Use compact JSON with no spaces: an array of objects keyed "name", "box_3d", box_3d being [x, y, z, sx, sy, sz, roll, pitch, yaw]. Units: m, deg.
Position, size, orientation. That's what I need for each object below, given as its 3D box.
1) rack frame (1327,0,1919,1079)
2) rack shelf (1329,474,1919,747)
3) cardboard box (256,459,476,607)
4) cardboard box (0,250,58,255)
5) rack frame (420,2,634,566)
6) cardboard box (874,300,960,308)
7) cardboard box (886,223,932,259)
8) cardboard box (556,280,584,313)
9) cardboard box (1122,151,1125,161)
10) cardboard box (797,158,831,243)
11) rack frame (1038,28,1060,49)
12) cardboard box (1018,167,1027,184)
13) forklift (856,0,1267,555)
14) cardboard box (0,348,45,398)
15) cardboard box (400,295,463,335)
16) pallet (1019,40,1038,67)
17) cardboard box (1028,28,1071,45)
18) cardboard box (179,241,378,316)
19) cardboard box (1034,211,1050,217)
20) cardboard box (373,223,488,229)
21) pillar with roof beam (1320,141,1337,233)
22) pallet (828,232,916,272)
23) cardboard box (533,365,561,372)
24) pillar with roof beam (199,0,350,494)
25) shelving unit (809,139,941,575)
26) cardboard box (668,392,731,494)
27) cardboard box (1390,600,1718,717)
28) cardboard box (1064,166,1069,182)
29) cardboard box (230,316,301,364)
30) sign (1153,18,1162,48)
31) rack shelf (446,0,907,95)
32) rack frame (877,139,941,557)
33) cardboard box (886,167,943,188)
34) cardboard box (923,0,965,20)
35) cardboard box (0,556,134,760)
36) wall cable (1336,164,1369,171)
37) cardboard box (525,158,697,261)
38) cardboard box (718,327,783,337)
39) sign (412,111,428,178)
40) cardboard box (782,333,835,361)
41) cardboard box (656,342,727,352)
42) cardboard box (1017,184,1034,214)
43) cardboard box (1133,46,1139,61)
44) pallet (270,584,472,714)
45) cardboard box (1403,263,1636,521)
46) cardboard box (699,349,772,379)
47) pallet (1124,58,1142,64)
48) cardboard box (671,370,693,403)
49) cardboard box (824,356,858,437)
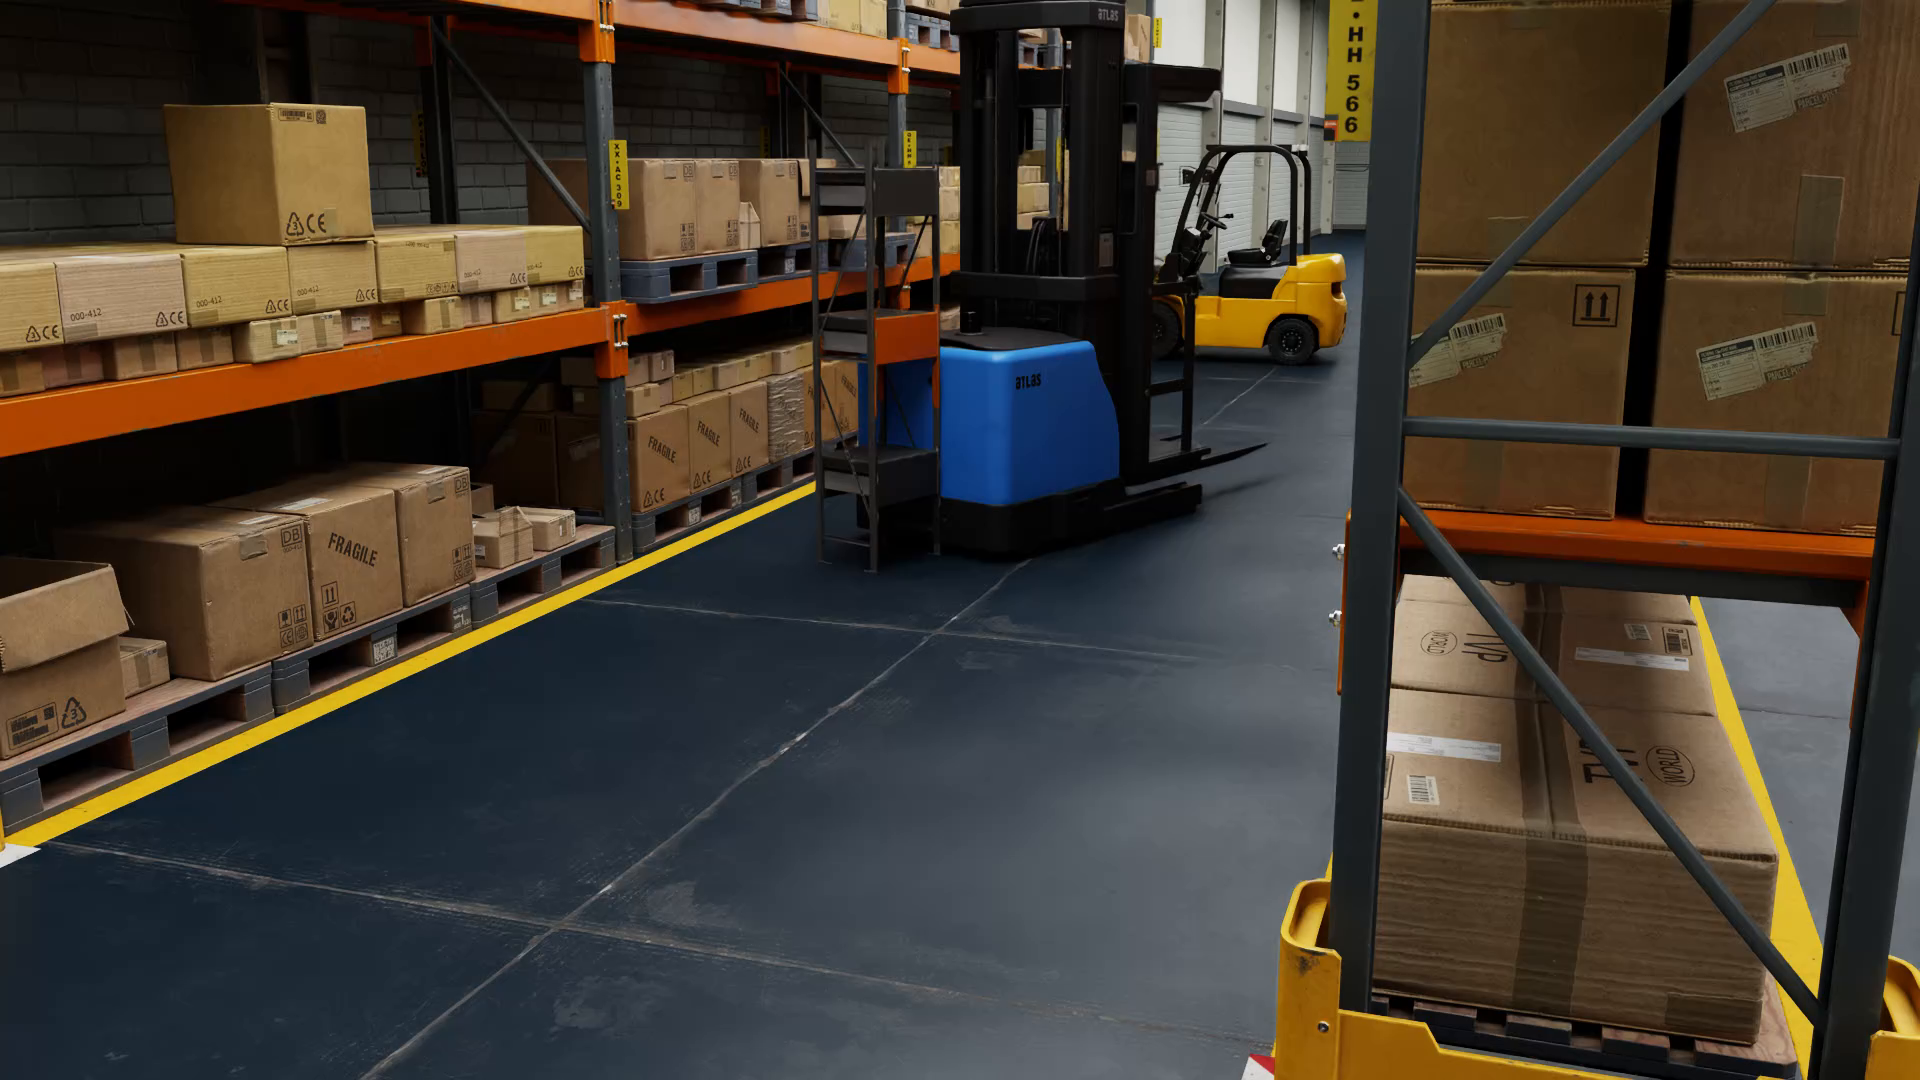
[{"name":"rack frame","box_3d":[1.235,-0.181,3.039,0.949,2.616,0.053,4,14,18]},{"name":"rack shelf","box_3d":[1.885,-0.251,4.963,1.077,0.370,4.000,4,14,18]},{"name":"cardboard box","box_3d":[-2.523,-0.041,7.100,0.700,0.500,0.500,4,13,16]},{"name":"cardboard box","box_3d":[-3.394,-0.833,5.567,0.500,0.250,0.500,4,14,19]},{"name":"rack frame","box_3d":[-2.165,-1.379,8.290,1.000,3.000,0.127,4,14,18]},{"name":"cardboard box","box_3d":[-0.235,-1.679,13.995,0.875,0.625,0.625,4,13,16]},{"name":"cardboard box","box_3d":[-0.496,-2.224,12.329,0.500,0.250,0.500,4,14,19]},{"name":"cardboard box","box_3d":[-2.030,-1.171,7.944,0.380,0.149,0.250,5,14,19]},{"name":"cardboard box","box_3d":[1.561,-4.104,17.878,0.380,0.149,0.250,5,14,20]},{"name":"cardboard box","box_3d":[-1.224,-2.120,10.357,0.797,0.503,0.637,4,13,17]},{"name":"rack frame","box_3d":[0.423,-5.988,15.002,1.000,3.000,0.127,4,14,18]},{"name":"cardboard box","box_3d":[0.368,-3.172,14.464,0.380,0.149,0.250,4,13,17]},{"name":"forklift","box_3d":[0.763,-1.622,9.508,1.130,2.935,3.031,10,16,38]},{"name":"cardboard box","box_3d":[-3.055,-0.521,5.094,0.380,0.149,0.250,5,14,20]},{"name":"cardboard box","box_3d":[-2.321,-0.950,6.972,0.380,0.149,0.250,4,13,18]},{"name":"pallet","box_3d":[0.150,-4.246,14.539,0.805,0.209,1.217,4,13,16]},{"name":"cardboard box","box_3d":[0.855,-4.730,15.624,0.380,0.149,0.250,5,14,20]},{"name":"cardboard box","box_3d":[-2.589,-1.007,6.329,0.500,0.250,0.500,4,13,17]},{"name":"cardboard box","box_3d":[0.507,-2.866,15.139,0.500,0.250,0.500,5,14,20]},{"name":"cardboard box","box_3d":[-2.581,-1.366,7.902,0.500,0.250,0.500,4,14,18]},{"name":"pillar with roof beam","box_3d":[14.419,-12.756,44.651,9.100,9.000,0.548,4,14,18]},{"name":"pallet","box_3d":[-1.024,-1.980,11.354,1.213,0.211,1.003,4,14,18]},{"name":"cardboard box","box_3d":[-2.169,-0.887,9.351,0.380,0.149,0.250,5,14,19]},{"name":"pillar with roof beam","box_3d":[0.830,-3.912,5.906,9.100,9.000,0.400,4,14,18]},{"name":"shelving unit","box_3d":[-0.415,-0.921,8.306,0.431,2.100,0.503,10,16,38]},{"name":"cardboard box","box_3d":[-1.633,-0.564,9.391,0.500,0.500,0.500,4,14,18]},{"name":"cardboard box","box_3d":[1.645,0.524,4.763,0.875,0.438,0.875,5,14,20]},{"name":"cardboard box","box_3d":[0.857,-3.531,16.037,0.380,0.149,0.250,5,14,20]},{"name":"cardboard box","box_3d":[-2.630,-0.732,6.017,0.380,0.149,0.250,4,13,17]},{"name":"sign","box_3d":[2.226,-5.719,18.752,0.100,0.325,0.005,4,14,18]},{"name":"rack shelf","box_3d":[-1.518,-2.912,9.881,1.077,0.370,4.000,4,14,18]},{"name":"rack frame","box_3d":[-0.260,-0.963,8.490,0.400,2.100,0.015,10,16,38]},{"name":"cardboard box","box_3d":[-0.345,-2.745,12.589,0.380,0.149,0.250,5,14,20]},{"name":"cardboard box","box_3d":[-0.338,-4.234,12.665,0.700,0.500,0.500,4,13,17]},{"name":"cardboard box","box_3d":[-3.172,0.353,5.365,0.797,0.503,0.637,4,13,16]},{"name":"wall cable","box_3d":[12.550,-12.077,48.655,3.097,2.526,0.112,4,14,18]},{"name":"cardboard box","box_3d":[-1.797,-1.718,8.608,0.700,0.500,0.500,5,14,20]},{"name":"cardboard box","box_3d":[-1.446,-1.382,11.520,0.380,0.149,0.250,5,14,20]},{"name":"sign","box_3d":[-2.692,-1.983,8.333,0.100,0.325,0.005,4,14,18]},{"name":"cardboard box","box_3d":[-0.977,-1.290,11.113,0.380,0.149,0.250,4,13,17]},{"name":"cardboard box","box_3d":[-1.703,-1.160,10.546,0.380,0.149,0.250,4,14,19]},{"name":"cardboard box","box_3d":[0.346,-3.004,14.620,0.500,0.250,0.500,4,13,17]},{"name":"cardboard box","box_3d":[1.736,-5.303,18.136,0.380,0.149,0.250,4,13,17]},{"name":"pallet","box_3d":[-2.782,0.383,6.838,1.003,0.211,1.213,4,14,18]},{"name":"cardboard box","box_3d":[1.144,-0.350,3.555,0.500,0.500,0.500,4,14,19]},{"name":"cardboard box","box_3d":[-1.375,-1.076,10.179,0.380,0.149,0.250,4,14,19]},{"name":"pallet","box_3d":[1.464,-5.178,18.392,1.003,0.211,1.213,4,14,18]},{"name":"cardboard box","box_3d":[-1.709,-0.857,9.216,0.380,0.149,0.250,4,13,15]},{"name":"cardboard box","box_3d":[-0.977,-0.998,11.295,0.500,0.500,0.500,4,13,18]}]
